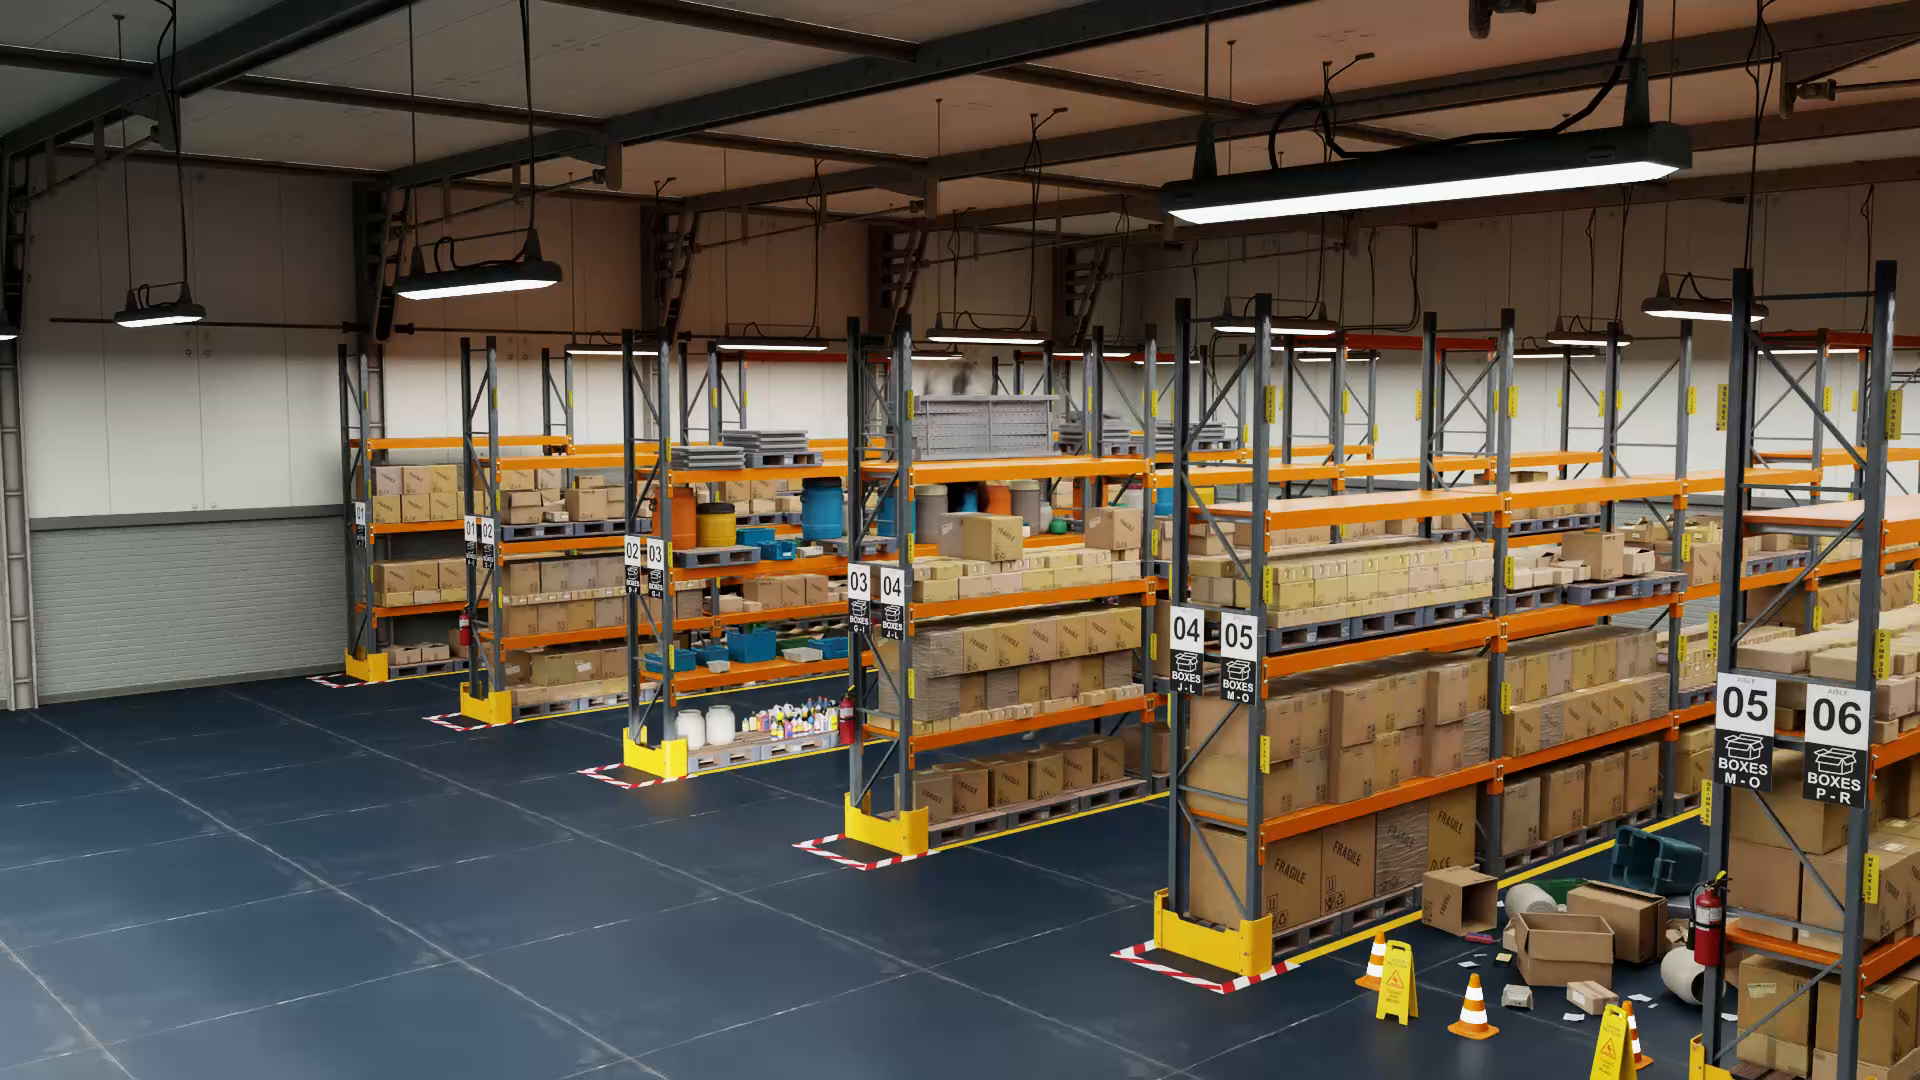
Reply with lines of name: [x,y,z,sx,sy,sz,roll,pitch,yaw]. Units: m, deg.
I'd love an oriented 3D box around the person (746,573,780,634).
person: [-3.984,1.327,33.148,0.656,1.774,0.845,5,7,44]

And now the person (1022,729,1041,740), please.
person: [1.032,1.954,23.365,0.655,1.711,0.762,5,7,44]
